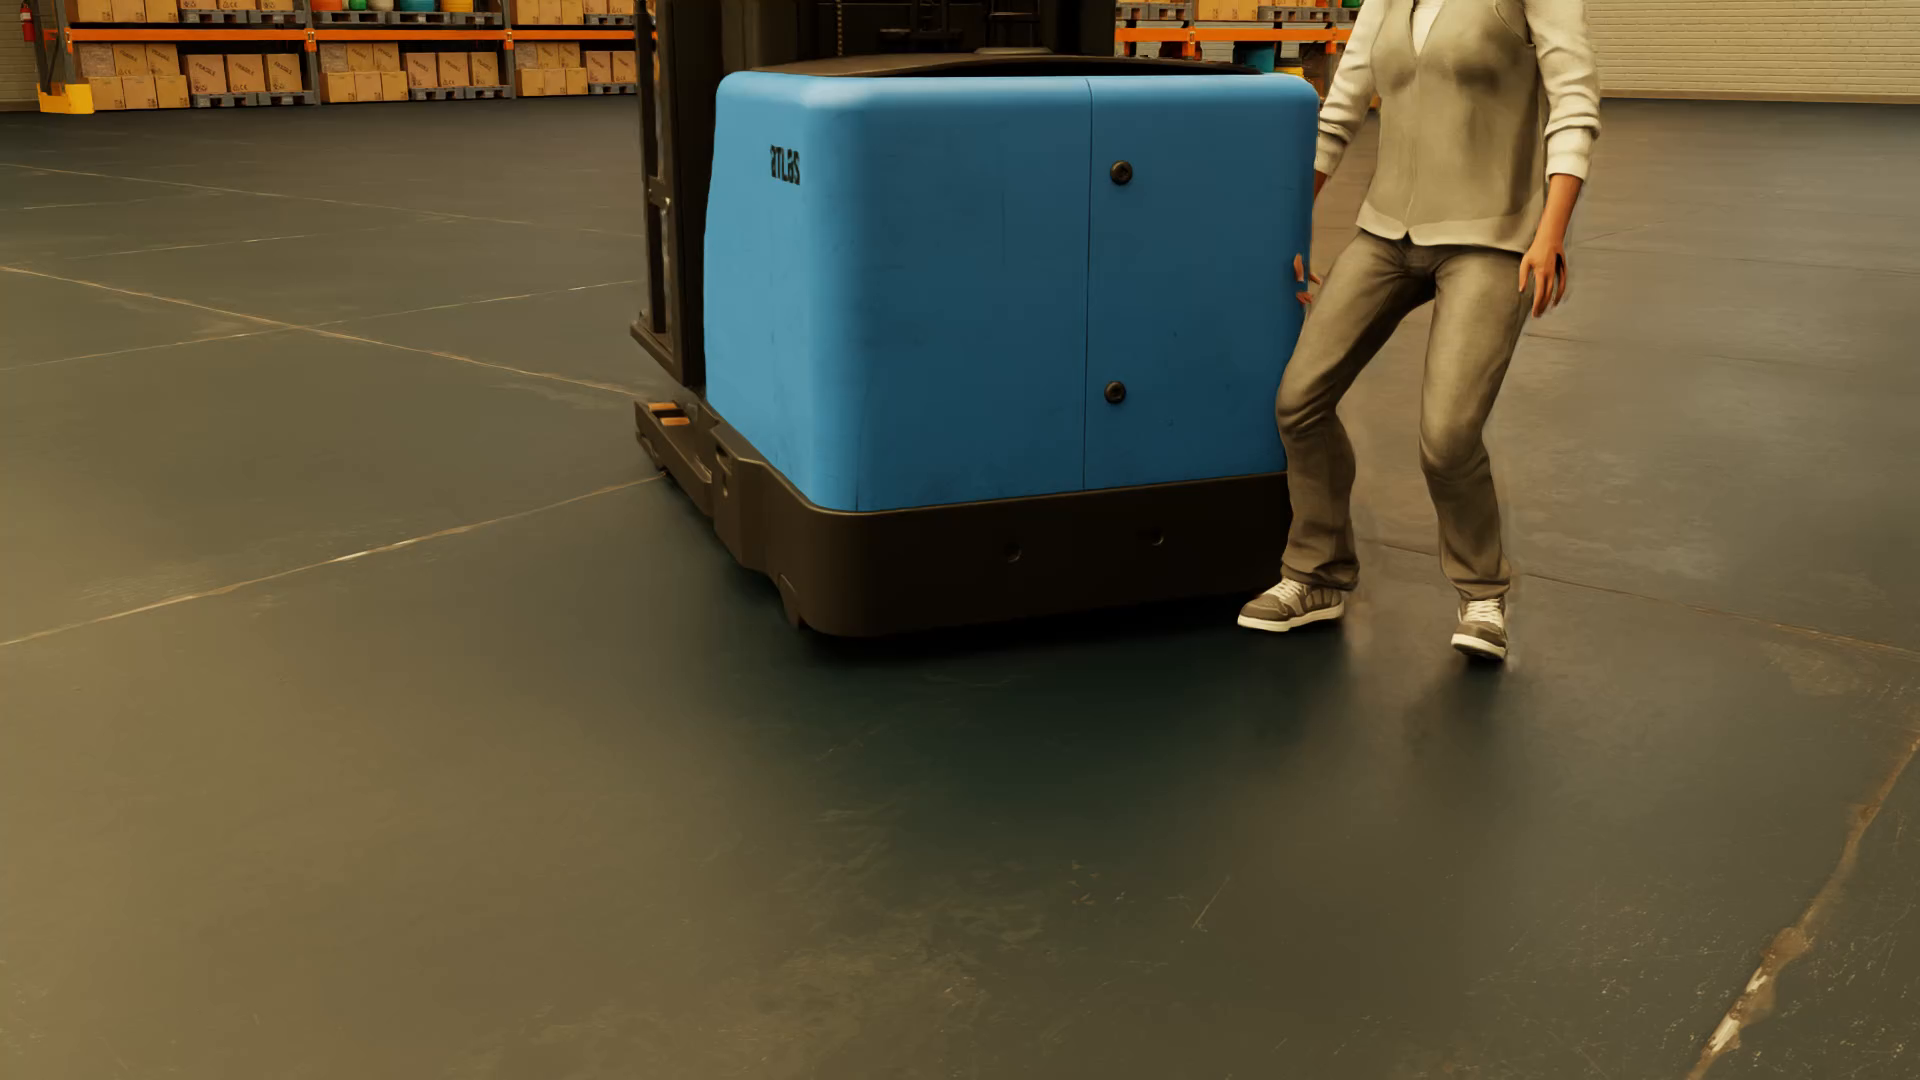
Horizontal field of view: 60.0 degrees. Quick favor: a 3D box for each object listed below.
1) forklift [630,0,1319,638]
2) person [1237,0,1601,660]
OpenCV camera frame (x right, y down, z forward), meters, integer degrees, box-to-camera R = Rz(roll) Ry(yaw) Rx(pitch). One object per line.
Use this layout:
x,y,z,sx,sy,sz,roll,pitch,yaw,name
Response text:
-0.276,-1.608,4.193,1.130,2.935,3.031,-6,18,-19,forklift
0.846,-0.535,3.055,0.430,1.529,0.610,-14,22,-38,person
